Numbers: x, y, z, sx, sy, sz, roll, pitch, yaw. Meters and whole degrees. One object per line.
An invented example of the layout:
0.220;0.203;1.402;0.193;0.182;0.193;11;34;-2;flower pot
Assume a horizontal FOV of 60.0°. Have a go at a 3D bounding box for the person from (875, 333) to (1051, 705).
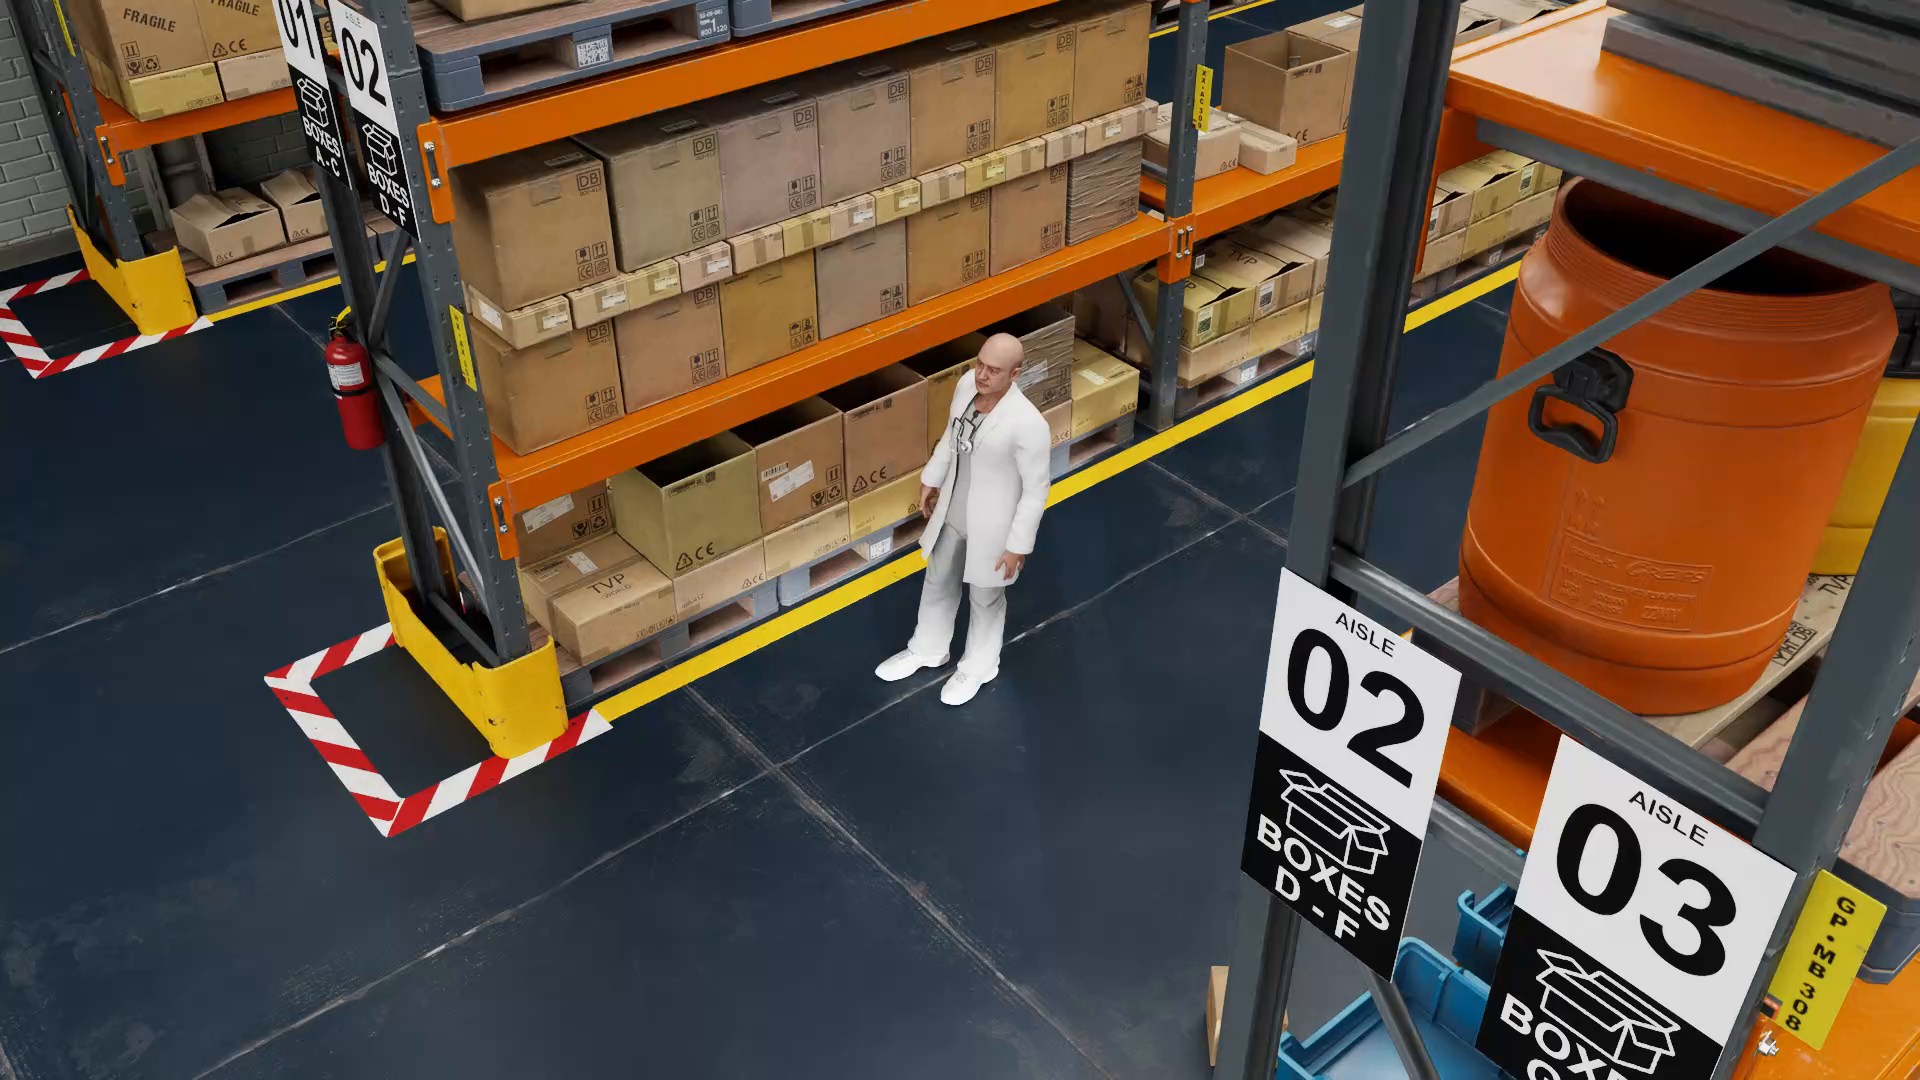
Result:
0.016;-0.058;7.160;0.582;1.775;0.695;-26;43;-32;person
